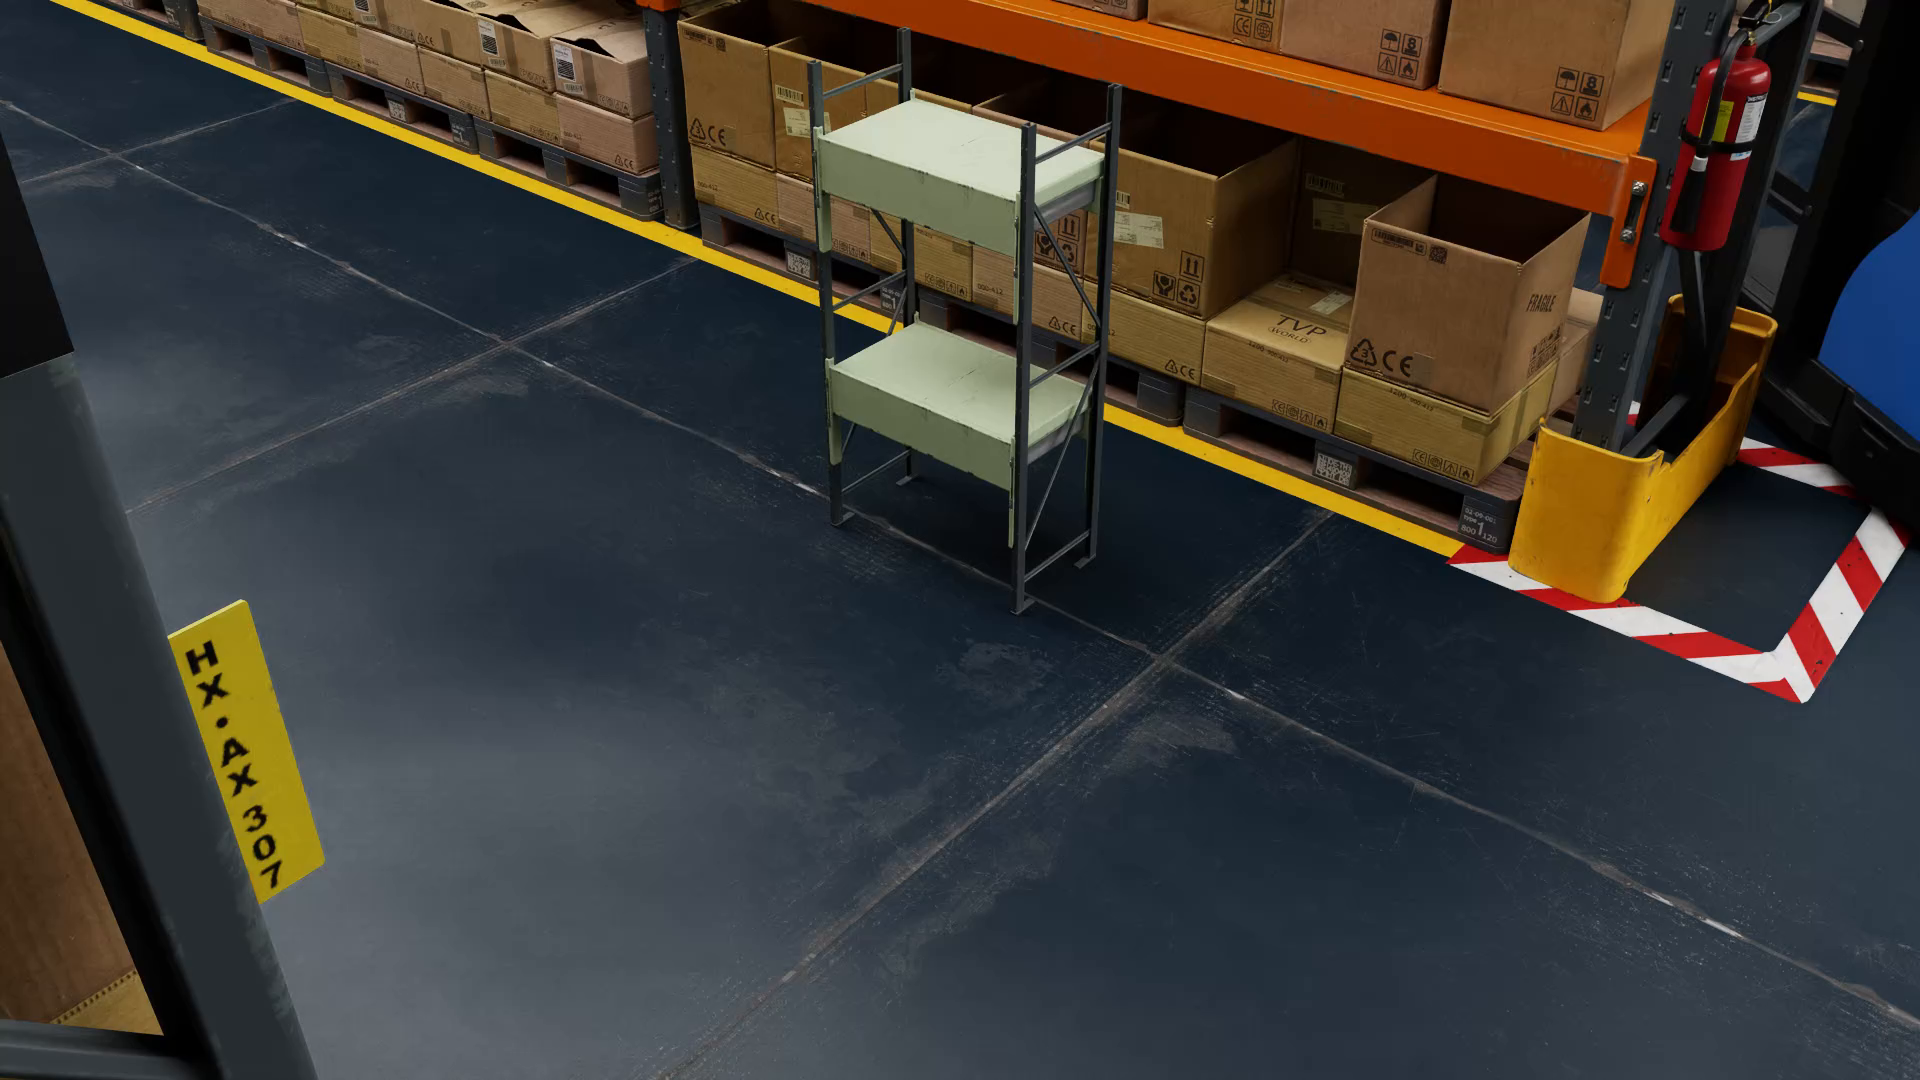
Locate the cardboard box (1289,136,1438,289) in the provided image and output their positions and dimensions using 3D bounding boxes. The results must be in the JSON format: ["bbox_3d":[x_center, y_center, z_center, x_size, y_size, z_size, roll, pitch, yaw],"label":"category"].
[{"bbox_3d":[1.499,-1.176,5.708,0.500,0.500,0.500,25,42,32],"label":"cardboard box"}]

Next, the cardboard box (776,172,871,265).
[{"bbox_3d":[-0.376,-1.361,6.640,0.500,0.250,0.500,25,42,32],"label":"cardboard box"}]

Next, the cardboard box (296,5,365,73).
[{"bbox_3d":[-2.989,-2.608,8.456,0.500,0.250,0.500,24,41,31],"label":"cardboard box"}]

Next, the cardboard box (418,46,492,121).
[{"bbox_3d":[-2.205,-2.237,7.916,0.500,0.250,0.500,26,42,33],"label":"cardboard box"}]

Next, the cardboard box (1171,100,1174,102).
[{"bbox_3d":[0.734,-1.540,6.238,0.500,0.500,0.500,25,42,32],"label":"cardboard box"}]

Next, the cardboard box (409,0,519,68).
[{"bbox_3d":[-2.200,-2.465,7.752,0.500,0.311,0.500,25,42,32],"label":"cardboard box"}]

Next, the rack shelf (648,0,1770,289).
[{"bbox_3d":[0.618,-1.784,5.833,4.000,0.370,1.077,25,42,32],"label":"rack shelf"}]

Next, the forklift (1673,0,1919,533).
[{"bbox_3d":[3.310,-1.857,5.366,1.130,2.935,3.031,-5,35,-8],"label":"forklift"}]

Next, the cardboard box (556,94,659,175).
[{"bbox_3d":[-1.423,-1.868,7.379,0.500,0.250,0.500,25,42,31],"label":"cardboard box"}]

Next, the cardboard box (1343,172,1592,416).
[{"bbox_3d":[1.552,-0.769,5.116,0.500,0.500,0.500,25,42,32],"label":"cardboard box"}]

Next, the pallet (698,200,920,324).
[{"bbox_3d":[-0.335,-1.349,7.027,1.213,0.211,1.003,25,42,32],"label":"pallet"}]

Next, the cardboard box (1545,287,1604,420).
[{"bbox_3d":[1.885,-0.686,5.658,0.500,0.250,0.500,25,42,32],"label":"cardboard box"}]

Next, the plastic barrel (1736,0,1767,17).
[{"bbox_3d":[4.387,-3.044,8.859,0.421,0.512,0.421,0,34,0],"label":"plastic barrel"}]

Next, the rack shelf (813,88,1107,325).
[{"bbox_3d":[0.005,-0.938,4.601,0.720,0.370,0.431,25,42,32],"label":"rack shelf"}]

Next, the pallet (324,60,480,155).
[{"bbox_3d":[-2.452,-2.347,8.481,1.213,0.211,1.003,25,42,32],"label":"pallet"}]

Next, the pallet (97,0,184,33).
[{"bbox_3d":[-4.543,-3.391,10.001,1.213,0.211,1.003,25,42,32],"label":"pallet"}]

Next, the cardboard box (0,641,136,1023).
[{"bbox_3d":[-1.186,0.242,1.701,0.500,0.500,0.500,25,42,32],"label":"cardboard box"}]

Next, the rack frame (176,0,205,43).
[{"bbox_3d":[-3.993,-4.253,8.794,0.127,3.000,1.000,25,42,32],"label":"rack frame"}]

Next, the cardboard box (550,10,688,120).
[{"bbox_3d":[-1.414,-2.097,7.217,0.500,0.311,0.500,25,42,32],"label":"cardboard box"}]

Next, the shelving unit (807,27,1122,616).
[{"bbox_3d":[0.005,-0.616,4.822,0.755,1.500,0.431,25,42,32],"label":"shelving unit"}]

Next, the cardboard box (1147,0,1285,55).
[{"bbox_3d":[1.020,-1.942,5.340,0.500,0.500,0.700,26,42,32],"label":"cardboard box"}]

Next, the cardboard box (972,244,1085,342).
[{"bbox_3d":[0.393,-0.999,6.113,0.500,0.250,0.500,25,42,32],"label":"cardboard box"}]

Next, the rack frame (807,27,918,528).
[{"bbox_3d":[-0.276,-0.748,5.015,0.023,1.500,0.400,25,42,32],"label":"rack frame"}]

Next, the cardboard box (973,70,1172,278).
[{"bbox_3d":[0.391,-1.307,5.899,0.500,0.500,0.500,25,42,32],"label":"cardboard box"}]

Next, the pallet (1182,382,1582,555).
[{"bbox_3d":[1.540,-0.465,5.741,1.213,0.211,1.003,25,42,32],"label":"pallet"}]

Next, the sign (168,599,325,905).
[{"bbox_3d":[-0.665,0.208,1.533,0.005,0.325,0.100,25,42,32],"label":"sign"}]

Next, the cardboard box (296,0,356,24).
[{"bbox_3d":[-2.979,-2.834,8.290,0.500,0.311,0.500,24,41,31],"label":"cardboard box"}]

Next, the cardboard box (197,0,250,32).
[{"bbox_3d":[-3.779,-2.976,8.991,0.500,0.250,0.500,25,42,32],"label":"cardboard box"}]

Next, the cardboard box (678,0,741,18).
[{"bbox_3d":[-1.078,-2.333,7.561,0.500,0.311,0.500,25,42,32],"label":"cardboard box"}]

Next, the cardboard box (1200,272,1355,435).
[{"bbox_3d":[1.162,-0.637,5.586,0.500,0.250,0.500,25,42,32],"label":"cardboard box"}]

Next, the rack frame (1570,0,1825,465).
[{"bbox_3d":[2.155,-1.356,4.574,0.127,3.000,1.000,25,42,32],"label":"rack frame"}]

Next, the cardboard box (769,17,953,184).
[{"bbox_3d":[-0.374,-1.671,6.430,0.500,0.500,0.500,25,42,32],"label":"cardboard box"}]

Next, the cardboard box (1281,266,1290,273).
[{"bbox_3d":[1.114,-1.047,6.183,0.500,0.250,0.500,25,42,32],"label":"cardboard box"}]

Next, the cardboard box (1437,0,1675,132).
[{"bbox_3d":[1.804,-1.572,4.800,0.500,0.500,0.700,25,42,32],"label":"cardboard box"}]
